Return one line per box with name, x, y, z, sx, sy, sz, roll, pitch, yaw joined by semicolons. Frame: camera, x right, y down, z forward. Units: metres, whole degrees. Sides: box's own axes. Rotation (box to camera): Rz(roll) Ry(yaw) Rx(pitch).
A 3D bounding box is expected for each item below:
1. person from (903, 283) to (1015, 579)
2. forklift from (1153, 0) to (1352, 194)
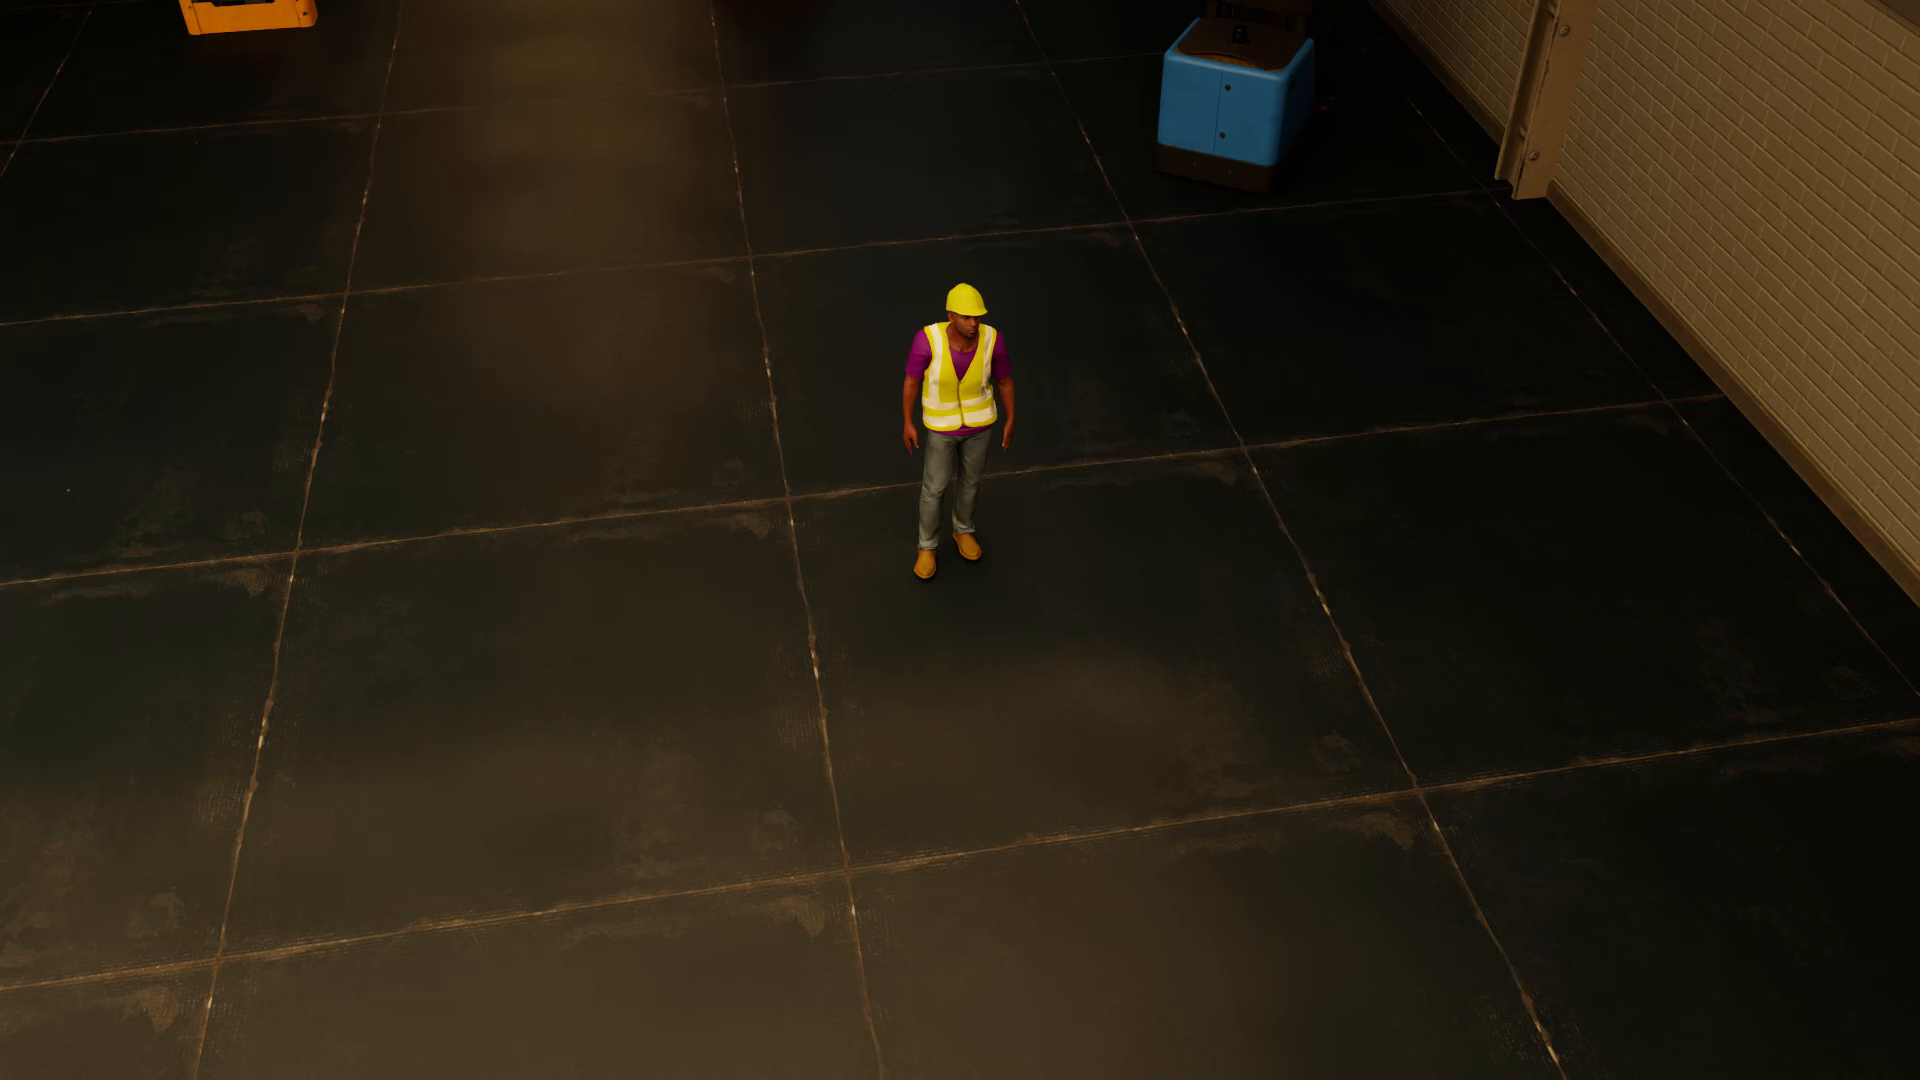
person;0.006;-0.634;9.591;0.665;1.765;0.577;-7;41;-8
forklift;2.680;-4.857;13.671;1.130;2.935;3.031;17;43;19
